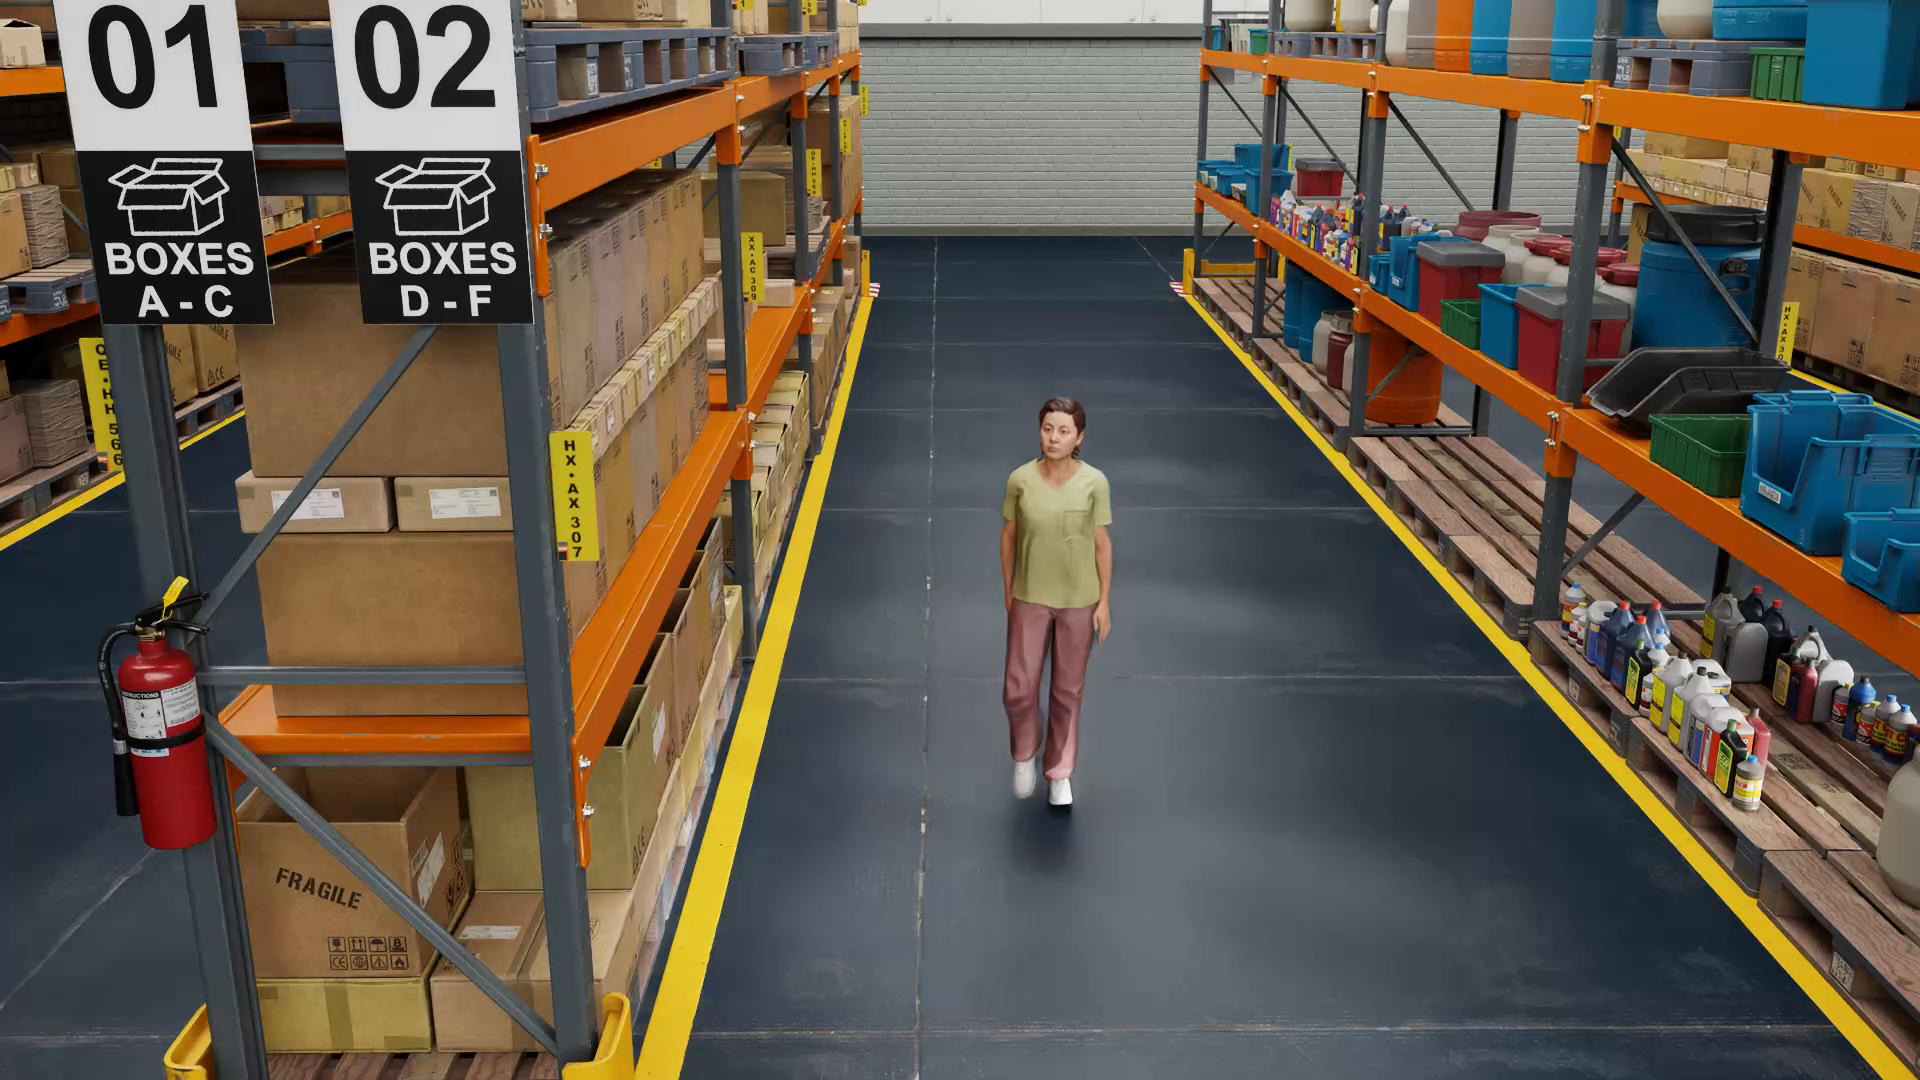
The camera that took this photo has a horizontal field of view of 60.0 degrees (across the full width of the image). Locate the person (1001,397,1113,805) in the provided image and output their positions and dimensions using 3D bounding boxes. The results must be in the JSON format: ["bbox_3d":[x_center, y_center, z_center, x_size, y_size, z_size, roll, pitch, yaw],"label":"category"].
[{"bbox_3d":[0.378,0.266,6.631,0.448,1.676,0.467,1,17,4],"label":"person"}]
